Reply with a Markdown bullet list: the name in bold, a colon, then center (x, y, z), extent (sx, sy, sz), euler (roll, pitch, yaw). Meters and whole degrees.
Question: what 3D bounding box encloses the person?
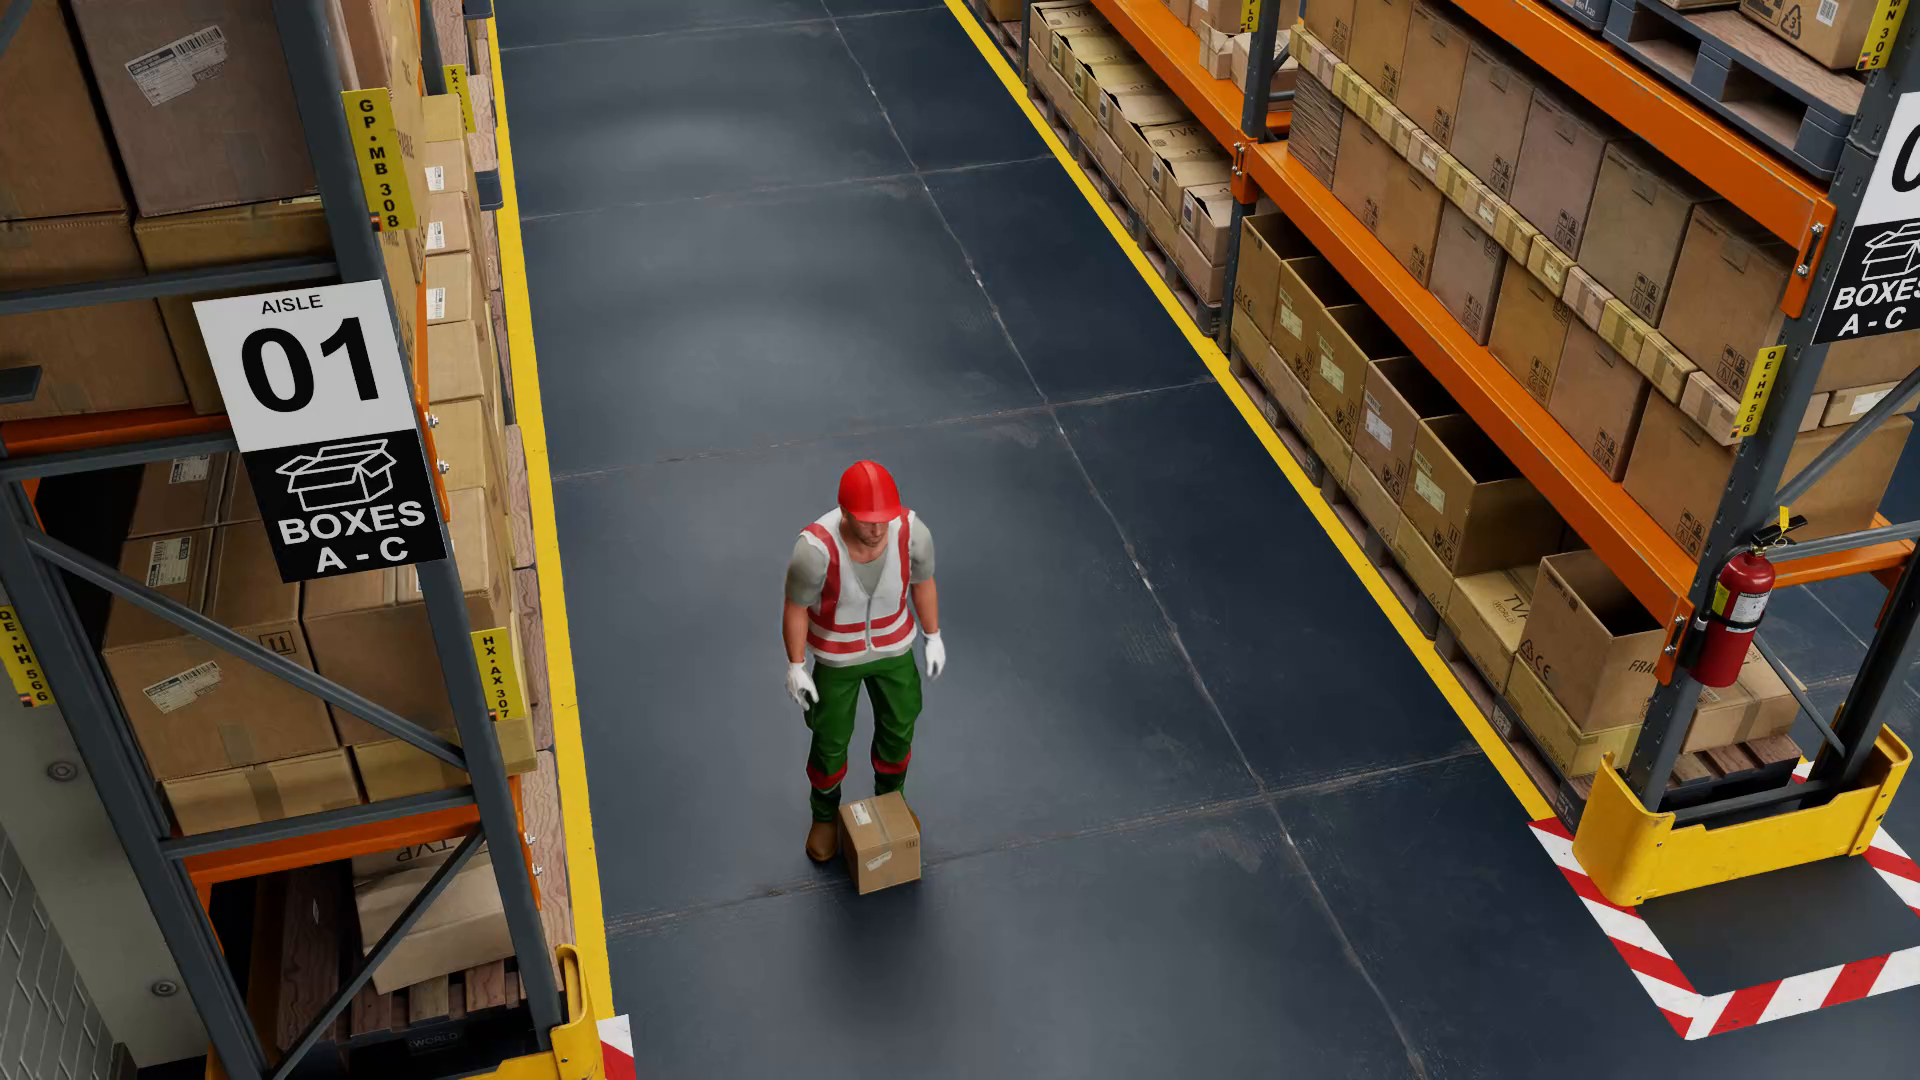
- **person**: center (-0.350, 0.429, 6.149), extent (0.620, 1.780, 0.446), euler (-11, 39, -14)
